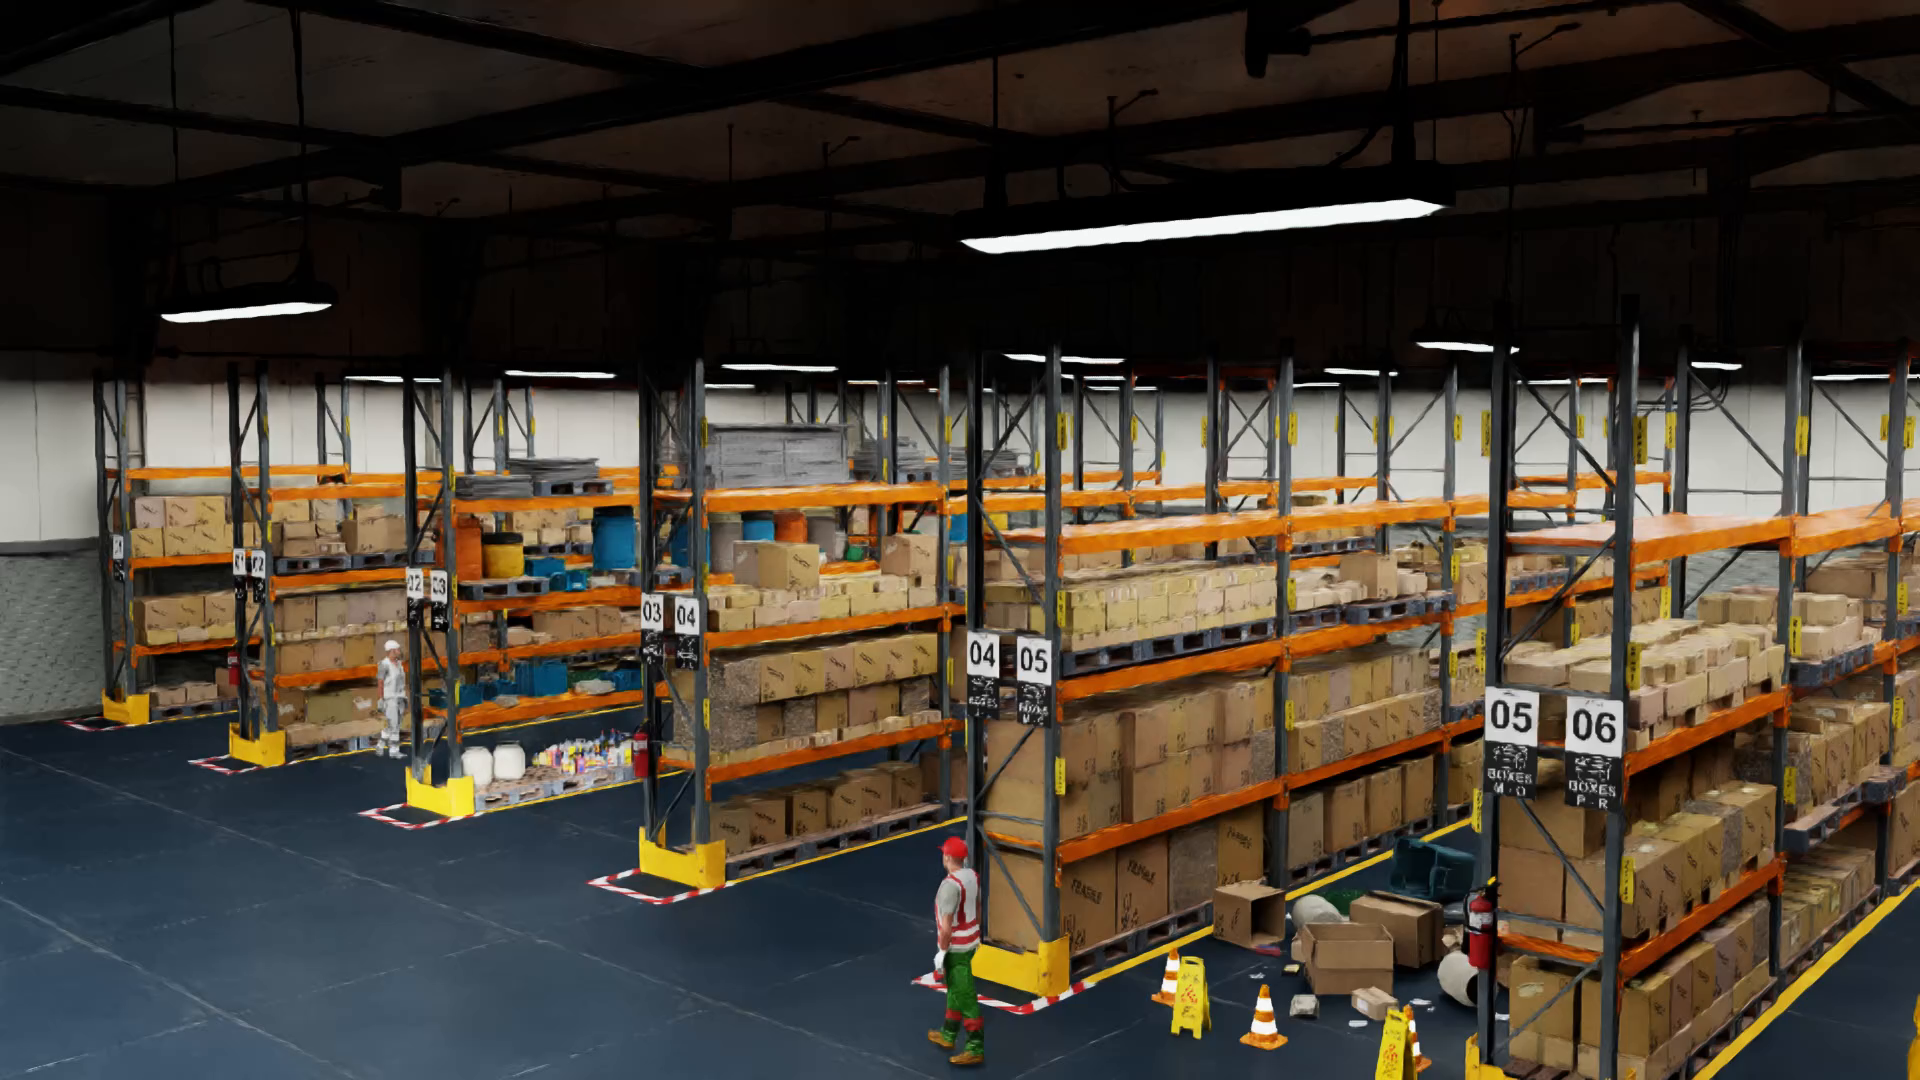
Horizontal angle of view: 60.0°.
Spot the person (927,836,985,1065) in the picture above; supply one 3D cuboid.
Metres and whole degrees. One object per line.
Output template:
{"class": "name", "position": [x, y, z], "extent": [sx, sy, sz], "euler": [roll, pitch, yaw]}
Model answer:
{"class": "person", "position": [-0.043, 3.283, 13.489], "extent": [0.628, 1.789, 0.675], "euler": [2, 5, 22]}

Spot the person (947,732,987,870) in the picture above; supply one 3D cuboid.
{"class": "person", "position": [0.331, 2.956, 18.841], "extent": [0.993, 1.612, 0.443], "euler": [-3, 5, -39]}

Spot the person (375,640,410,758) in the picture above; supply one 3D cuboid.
{"class": "person", "position": [-8.624, 2.416, 25.210], "extent": [0.444, 1.786, 0.598], "euler": [1, 4, 15]}
